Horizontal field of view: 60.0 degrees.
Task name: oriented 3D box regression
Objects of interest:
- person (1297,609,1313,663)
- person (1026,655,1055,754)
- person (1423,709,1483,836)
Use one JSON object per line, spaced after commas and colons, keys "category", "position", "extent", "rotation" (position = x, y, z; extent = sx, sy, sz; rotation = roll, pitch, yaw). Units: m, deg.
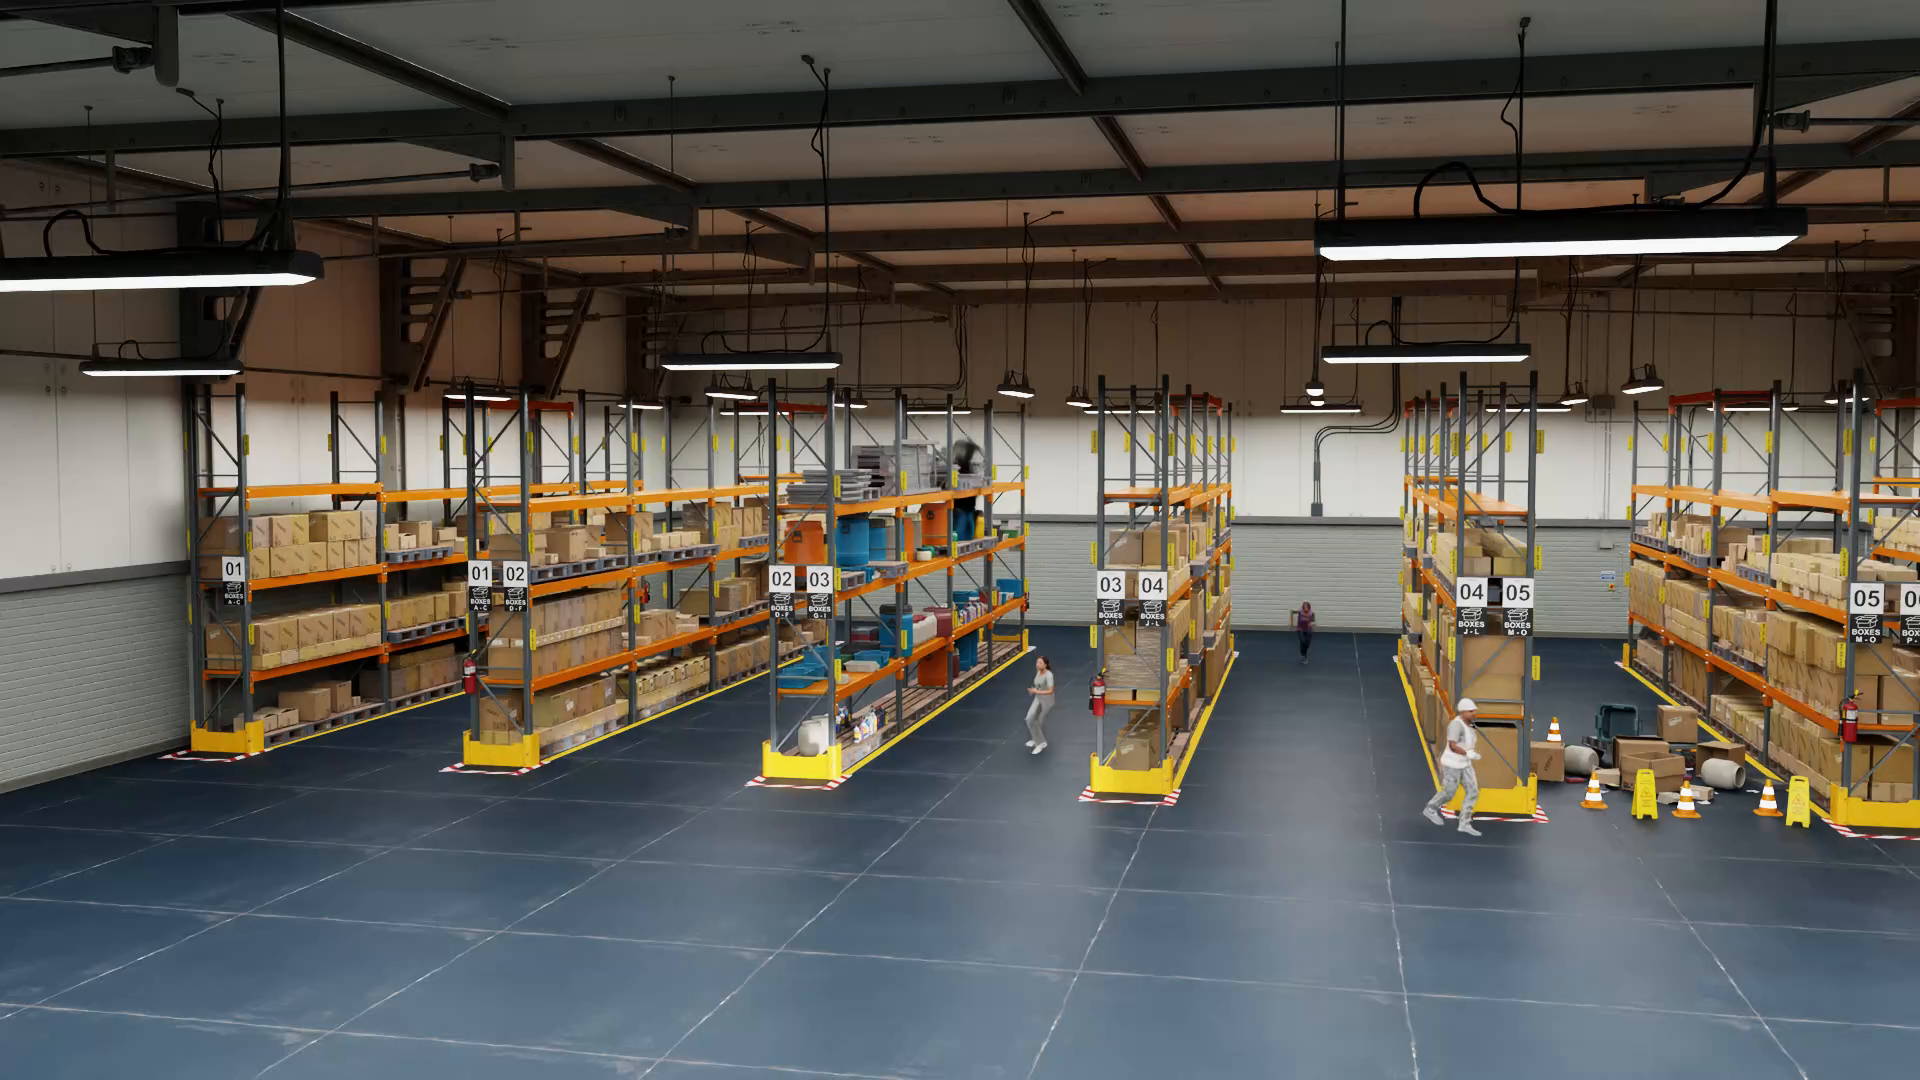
{"category": "person", "position": [7.867, 2.178, 38.000], "extent": [0.348, 1.270, 0.679], "rotation": [0, 3, 5]}
{"category": "person", "position": [1.314, 2.645, 27.056], "extent": [0.740, 1.602, 0.687], "rotation": [3, 4, 40]}
{"category": "person", "position": [6.312, 2.910, 21.389], "extent": [0.859, 1.718, 0.643], "rotation": [3, 5, 45]}
